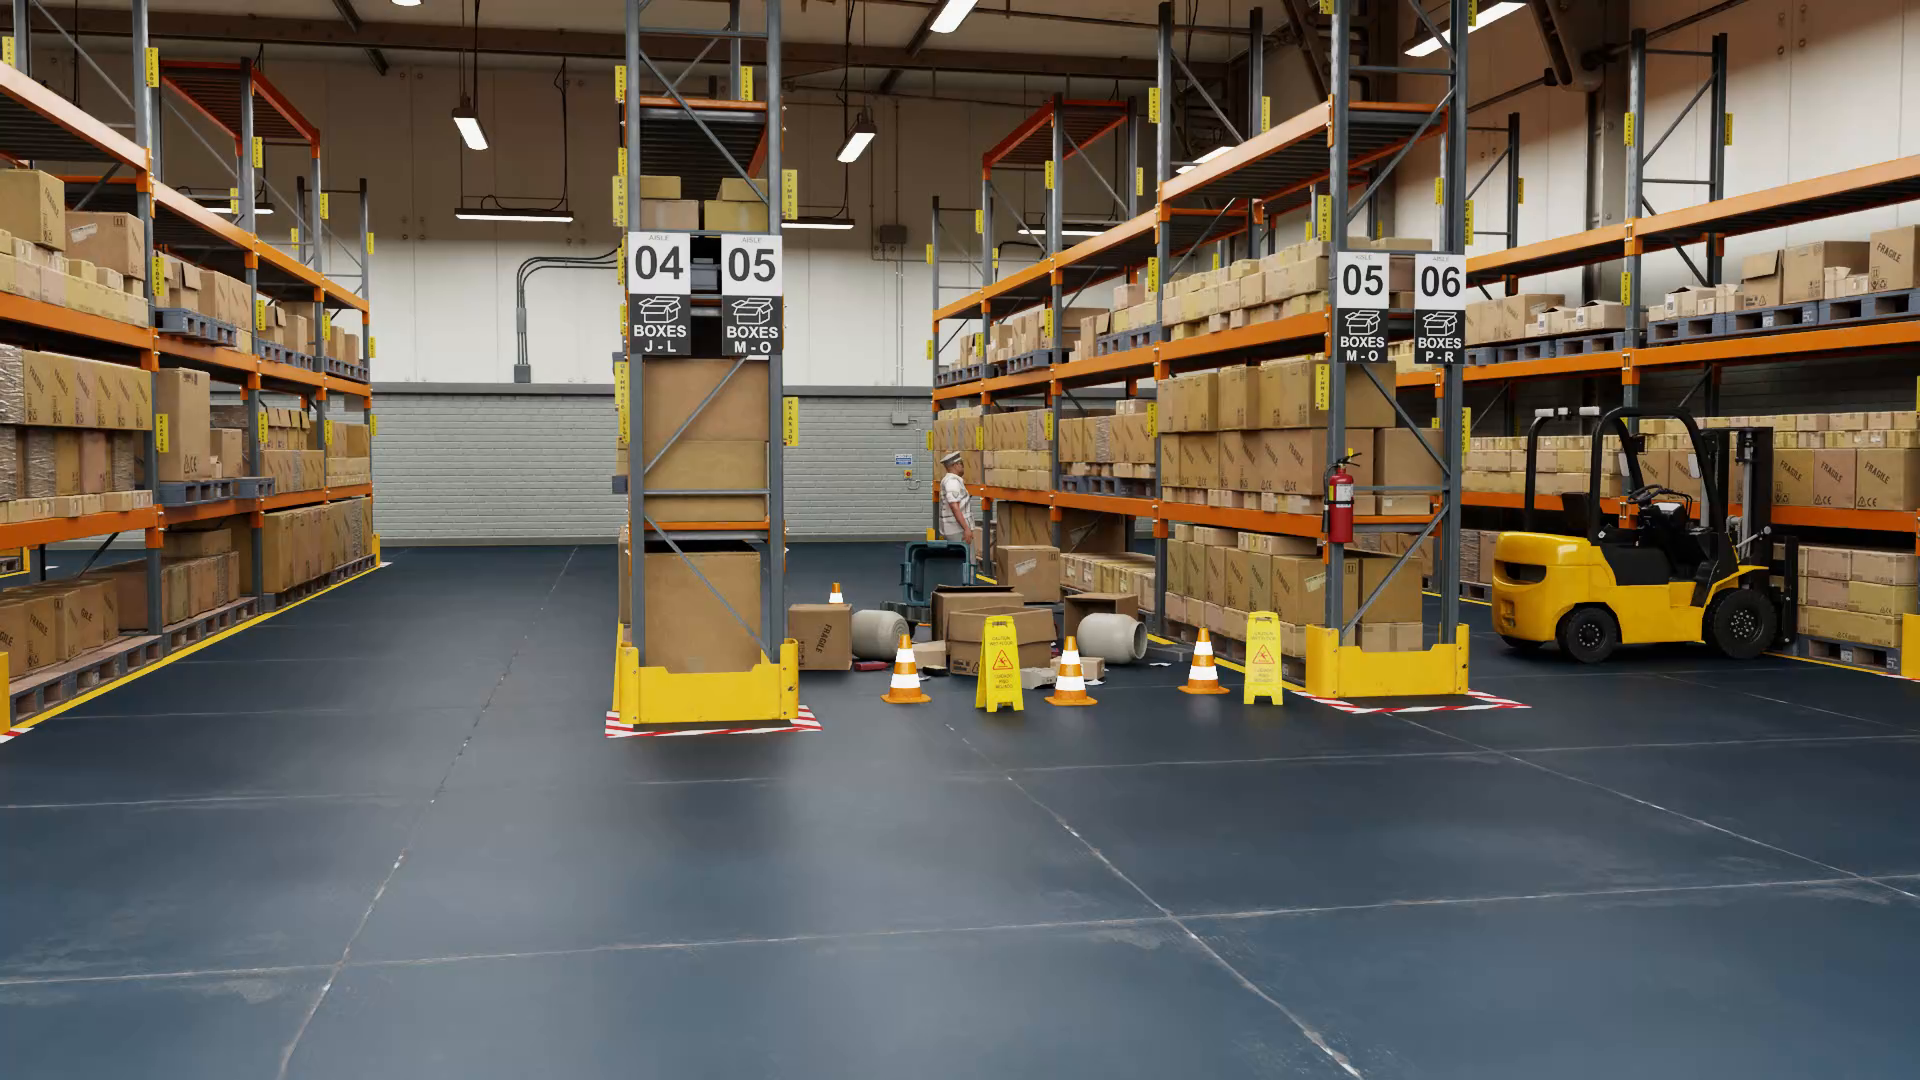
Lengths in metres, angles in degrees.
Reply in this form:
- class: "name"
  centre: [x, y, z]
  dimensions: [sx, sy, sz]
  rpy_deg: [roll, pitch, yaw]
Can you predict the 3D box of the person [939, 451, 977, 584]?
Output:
- class: "person"
  centre: [0.063, -0.091, 18.292]
  dimensions: [0.573, 1.782, 0.642]
  rpy_deg: [-1, 3, -11]
